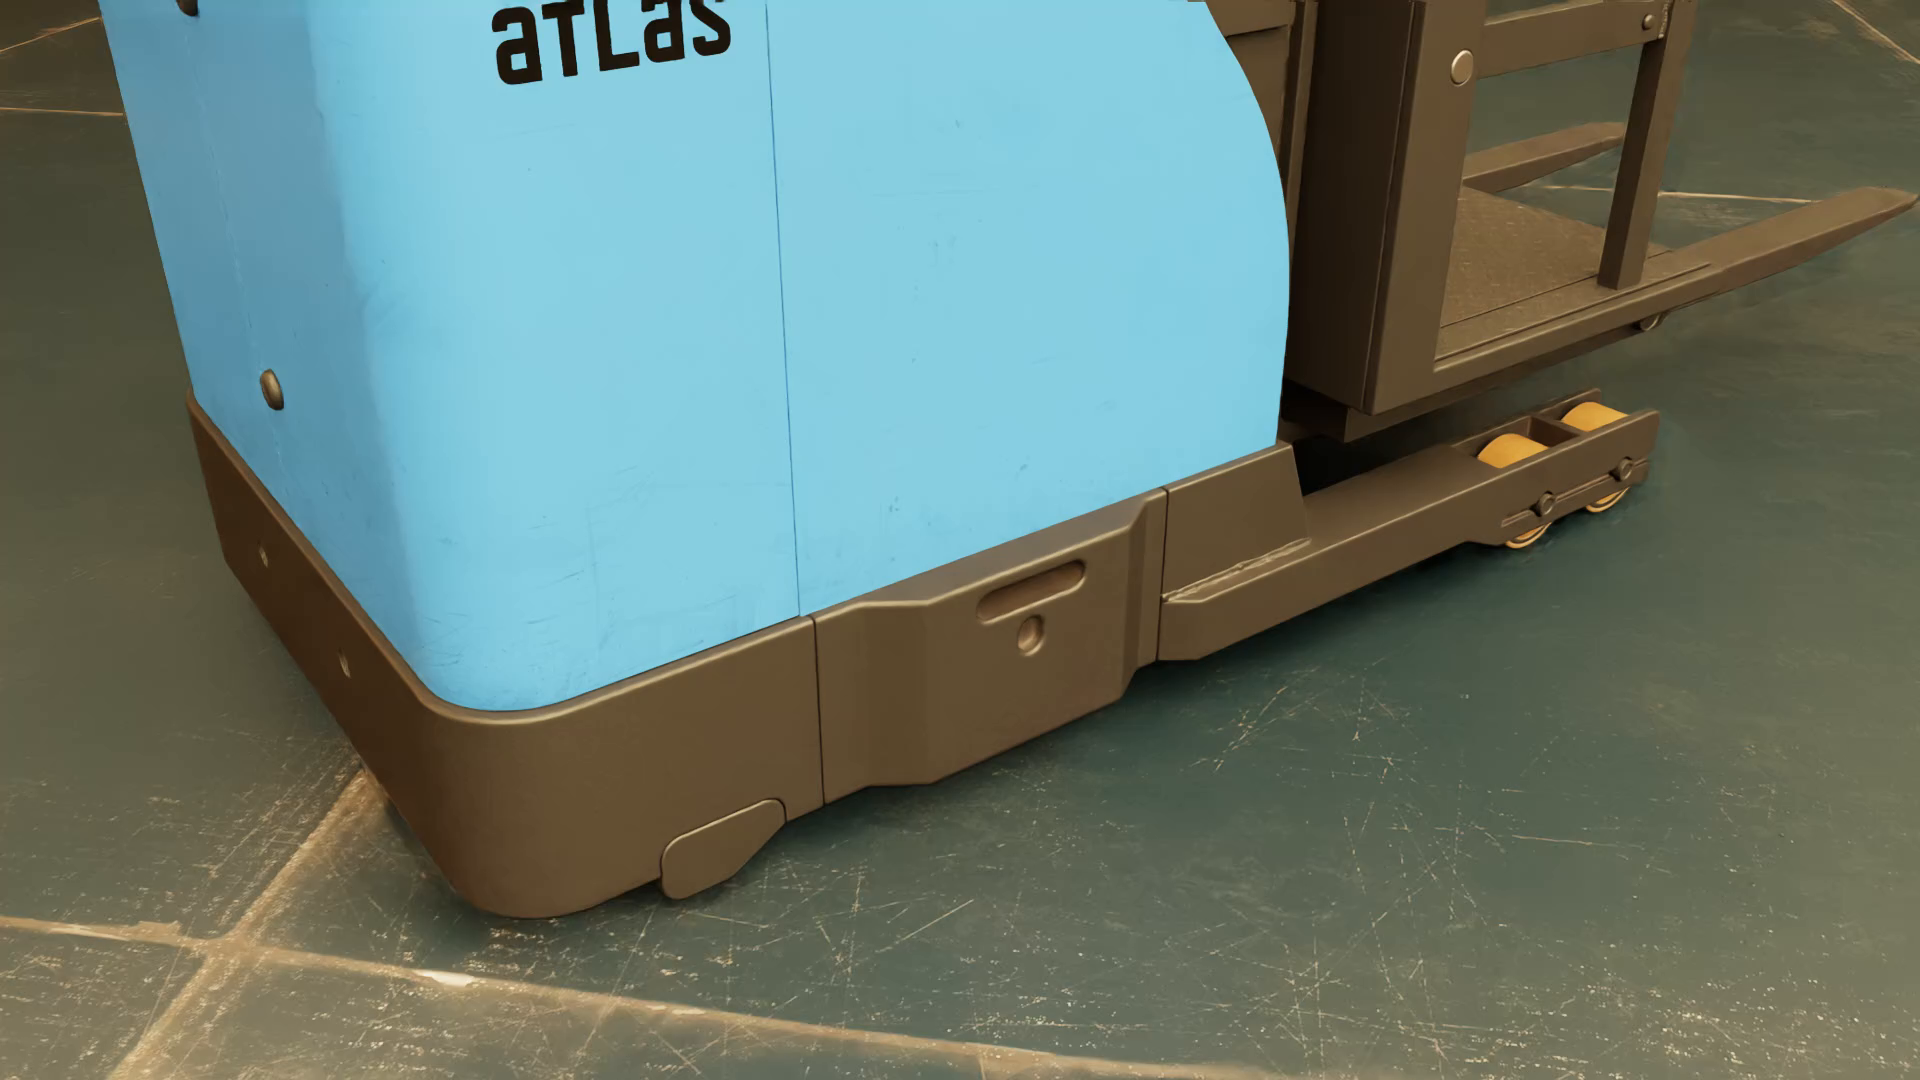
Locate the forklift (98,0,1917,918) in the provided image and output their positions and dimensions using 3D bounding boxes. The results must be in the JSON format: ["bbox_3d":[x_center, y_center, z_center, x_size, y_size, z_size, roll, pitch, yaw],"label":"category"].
[{"bbox_3d":[0.457,-1.457,2.106,3.031,2.935,1.130,-20,34,-31],"label":"forklift"}]
